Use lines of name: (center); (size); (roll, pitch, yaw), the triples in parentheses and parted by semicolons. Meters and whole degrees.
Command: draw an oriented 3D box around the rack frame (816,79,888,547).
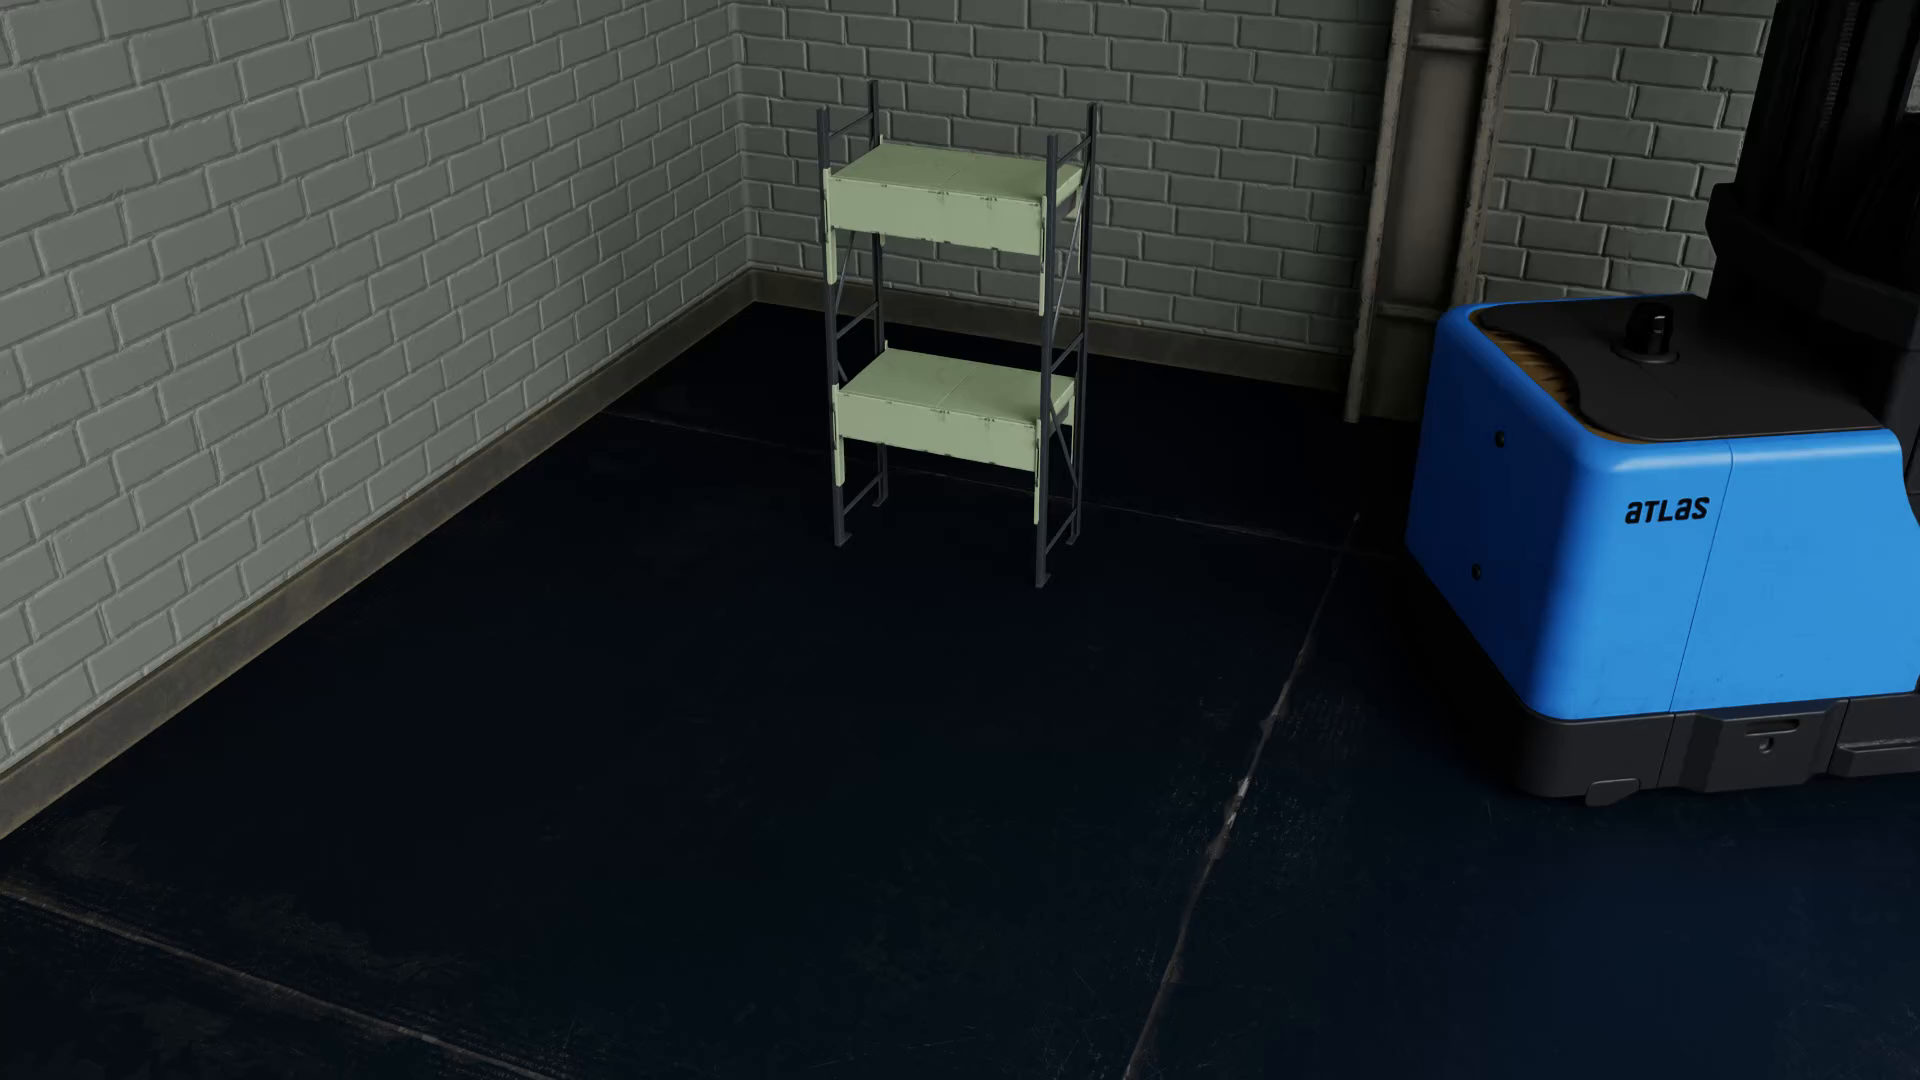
rack frame: (-0.345, -0.722, 5.503); (0.023, 1.500, 0.400); (11, 31, 19)

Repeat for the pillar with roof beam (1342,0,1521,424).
pillar with roof beam: (0.137, -2.460, 0.956); (0.400, 9.000, 9.100); (11, 31, 19)

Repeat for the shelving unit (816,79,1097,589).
shelving unit: (-0.006, -0.654, 5.383); (0.755, 1.500, 0.431); (11, 31, 19)

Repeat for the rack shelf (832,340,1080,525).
rack shelf: (-0.006, -0.370, 5.544); (0.720, 0.370, 0.431); (11, 31, 19)

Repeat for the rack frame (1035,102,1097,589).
rack frame: (0.333, -0.586, 5.263); (0.023, 1.500, 0.400); (11, 31, 19)

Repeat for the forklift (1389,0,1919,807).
forklift: (2.907, -0.883, 4.334); (3.031, 2.935, 1.130); (-4, 30, -7)

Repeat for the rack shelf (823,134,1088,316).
rack shelf: (-0.006, -0.994, 5.191); (0.720, 0.370, 0.431); (11, 31, 19)
